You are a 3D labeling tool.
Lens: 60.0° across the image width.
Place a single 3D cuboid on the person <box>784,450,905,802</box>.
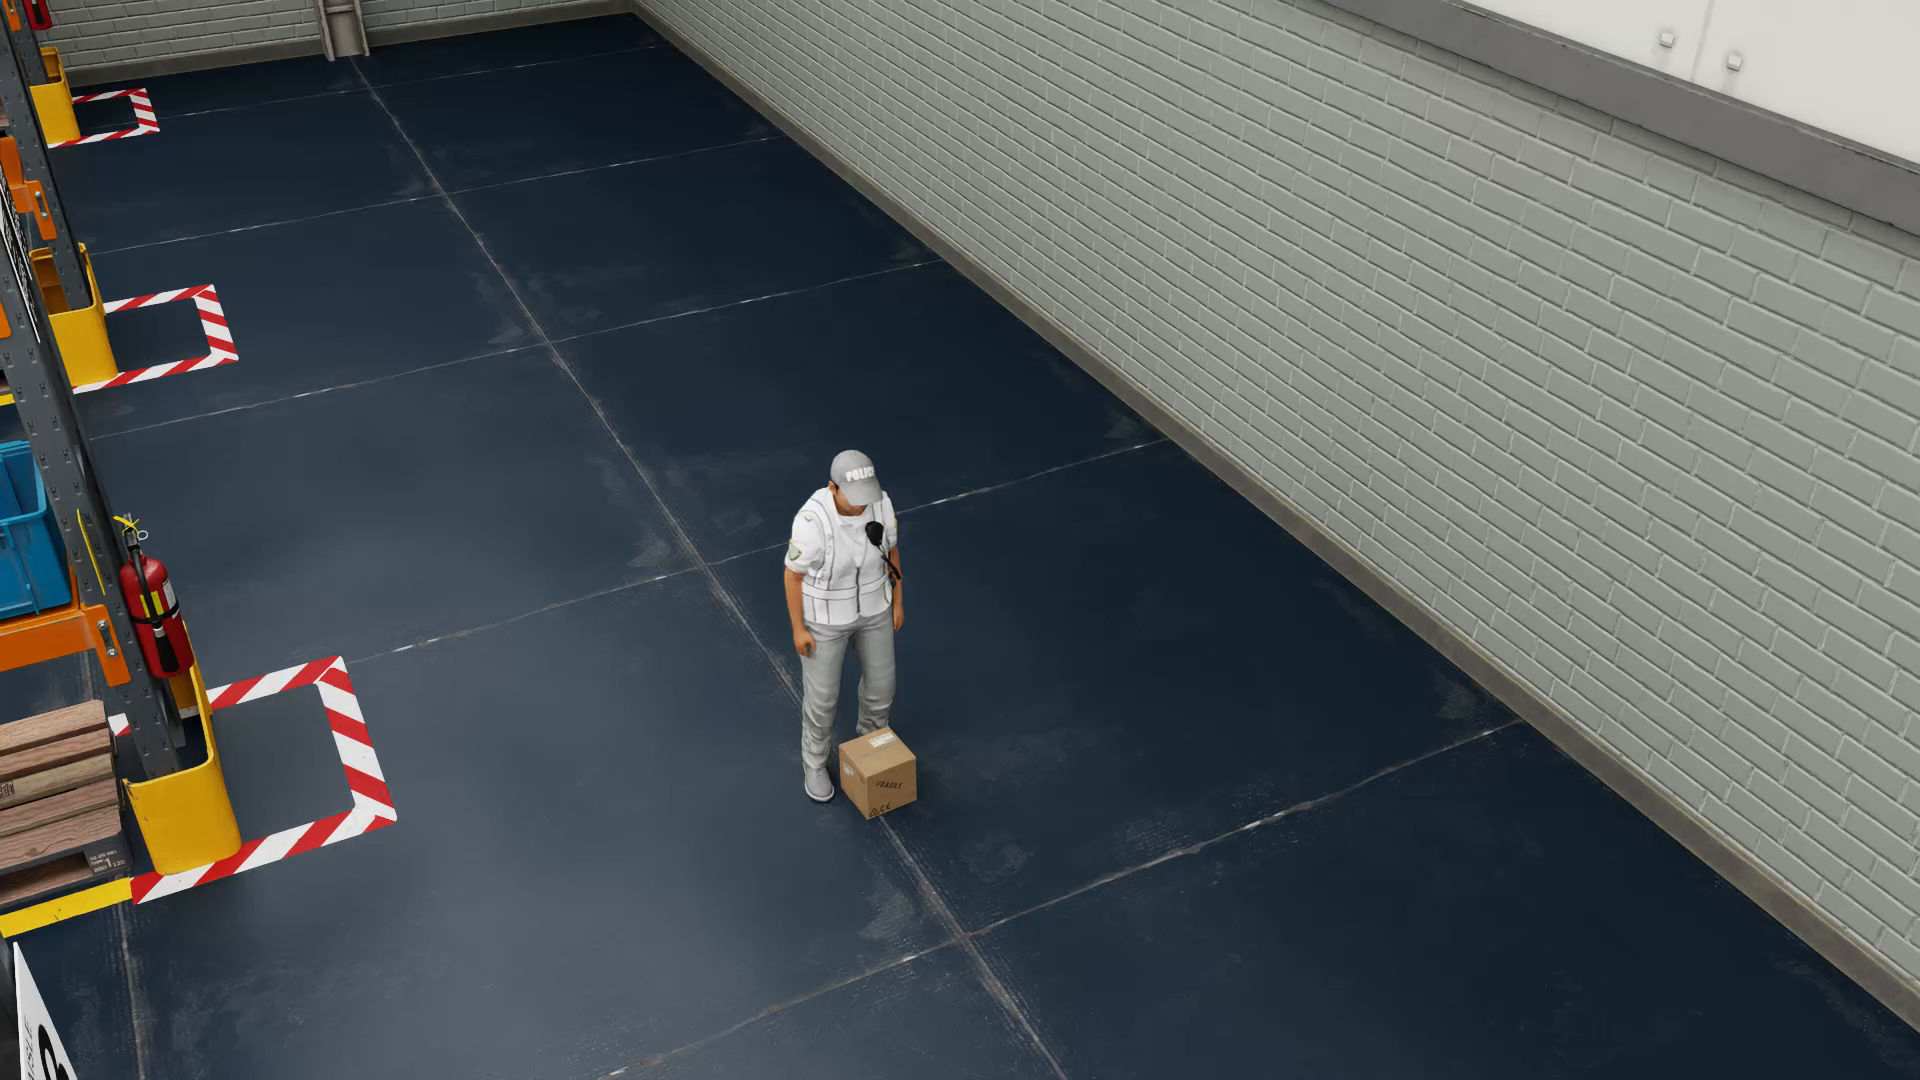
[{"bbox_3d":[-0.479,0.331,7.100,0.537,1.665,0.469,-16,36,-23],"label":"person"}]
